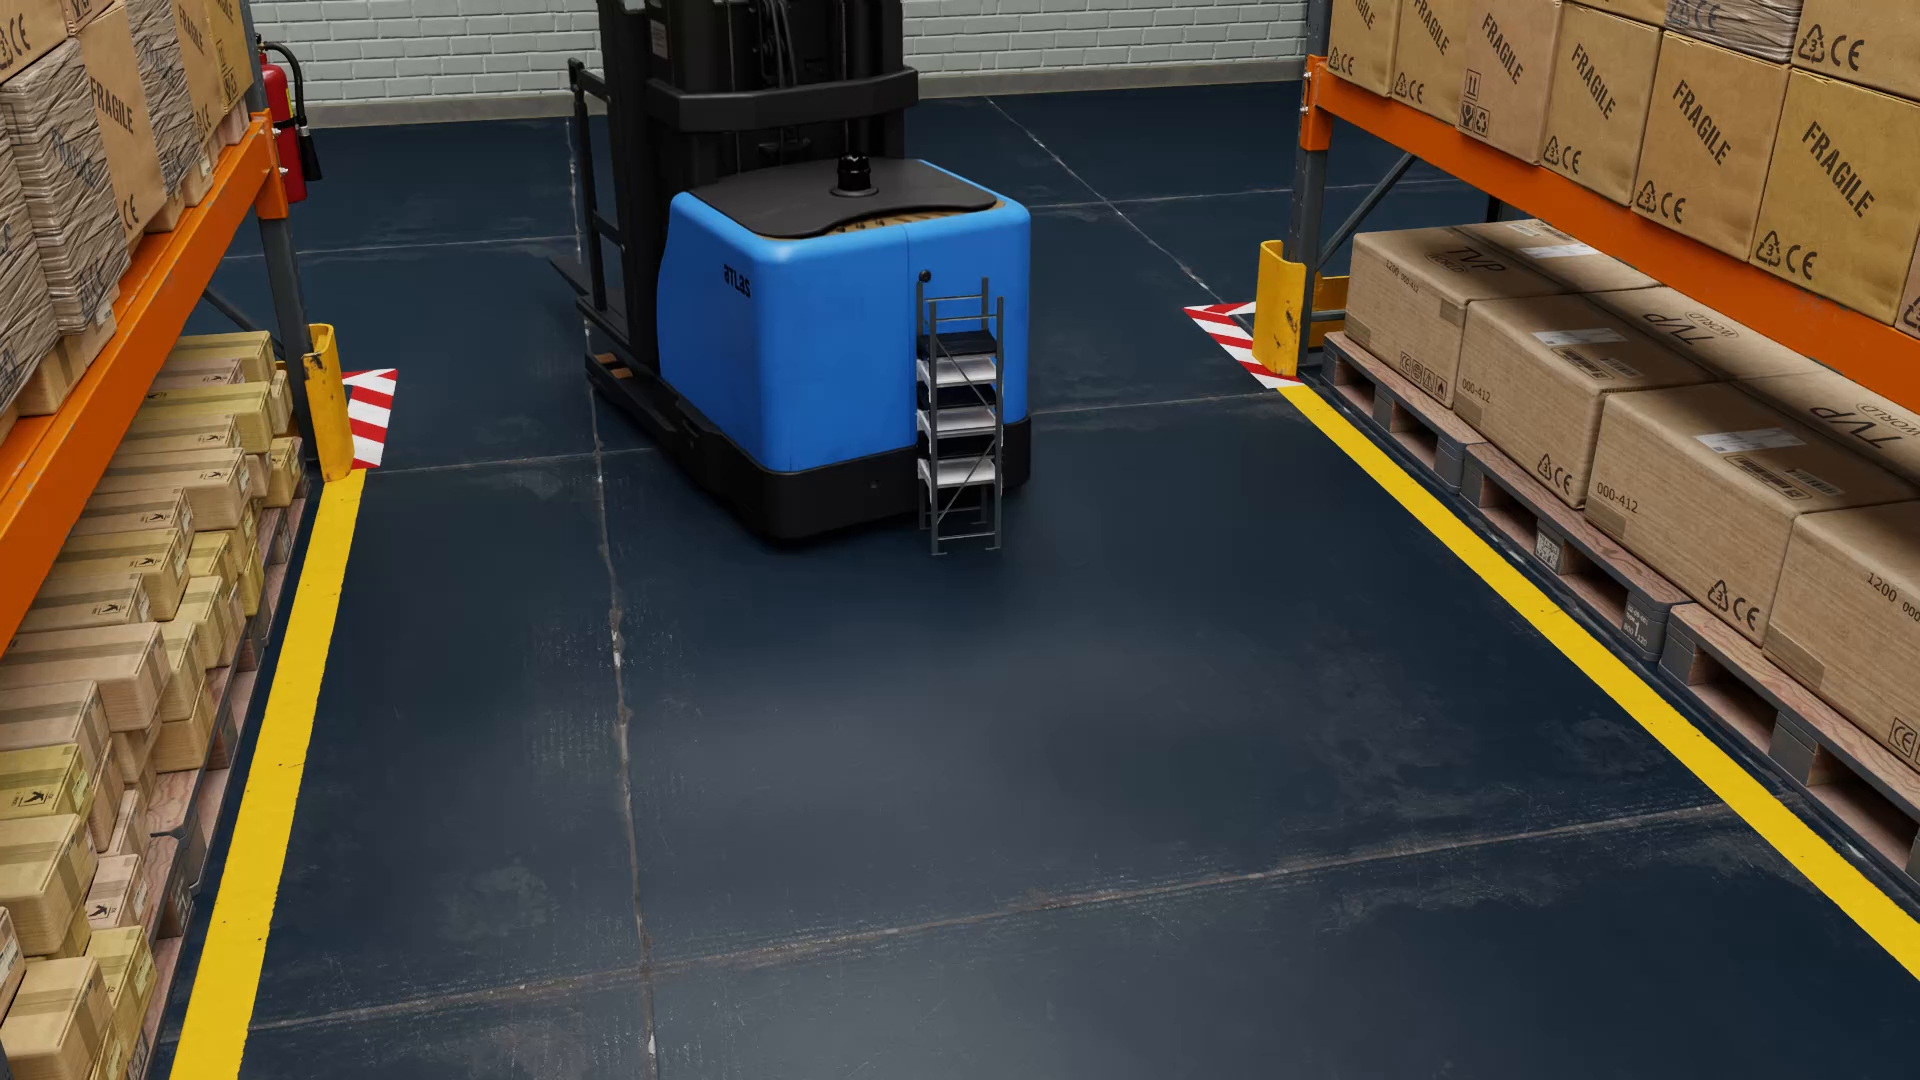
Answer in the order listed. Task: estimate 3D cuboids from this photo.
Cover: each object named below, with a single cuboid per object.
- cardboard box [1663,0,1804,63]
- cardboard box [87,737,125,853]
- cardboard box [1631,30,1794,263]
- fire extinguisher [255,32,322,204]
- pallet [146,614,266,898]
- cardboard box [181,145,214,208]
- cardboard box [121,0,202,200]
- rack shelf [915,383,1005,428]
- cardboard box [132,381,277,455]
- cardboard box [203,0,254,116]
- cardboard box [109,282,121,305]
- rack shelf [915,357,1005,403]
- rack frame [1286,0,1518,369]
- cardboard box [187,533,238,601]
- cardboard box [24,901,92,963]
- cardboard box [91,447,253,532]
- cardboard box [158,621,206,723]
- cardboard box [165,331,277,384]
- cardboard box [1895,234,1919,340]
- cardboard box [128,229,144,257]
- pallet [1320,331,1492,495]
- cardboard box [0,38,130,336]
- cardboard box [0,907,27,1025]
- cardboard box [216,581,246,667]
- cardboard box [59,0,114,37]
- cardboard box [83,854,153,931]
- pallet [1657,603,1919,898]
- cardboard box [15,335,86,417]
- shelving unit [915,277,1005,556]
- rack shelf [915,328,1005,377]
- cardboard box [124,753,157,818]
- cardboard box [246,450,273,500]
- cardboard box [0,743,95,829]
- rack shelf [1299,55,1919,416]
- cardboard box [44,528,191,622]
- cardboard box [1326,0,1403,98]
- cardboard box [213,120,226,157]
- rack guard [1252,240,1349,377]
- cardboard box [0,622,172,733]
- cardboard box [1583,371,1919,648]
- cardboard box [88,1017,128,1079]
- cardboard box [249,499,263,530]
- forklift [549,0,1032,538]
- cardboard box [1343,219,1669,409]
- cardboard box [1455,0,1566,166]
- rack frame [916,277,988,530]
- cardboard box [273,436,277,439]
[{"bbox_3d":[2.192,-1.518,4.208,0.500,0.500,0.500,-6,27,-11],"label":"cardboard box"},{"bbox_3d":[-2.065,0.582,3.635,0.380,0.149,0.250,-7,28,-14],"label":"cardboard box"},{"bbox_3d":[2.195,-1.068,4.427,0.500,0.500,0.500,-6,27,-12],"label":"cardboard box"},{"bbox_3d":[-2.511,-1.567,6.025,0.296,0.674,0.183,-6,27,-12],"label":"fire extinguisher"},{"bbox_3d":[-2.467,0.562,4.402,1.003,0.211,1.213,-6,27,-12],"label":"pallet"},{"bbox_3d":[-2.384,-1.053,4.786,0.380,0.149,0.250,-5,27,-10],"label":"cardboard box"},{"bbox_3d":[-2.318,-1.169,4.295,0.500,0.500,0.500,-6,27,-11],"label":"cardboard box"},{"bbox_3d":[-0.002,-0.456,5.529,0.258,0.077,0.200,-6,27,-12],"label":"rack shelf"},{"bbox_3d":[-2.355,-0.367,5.186,0.380,0.149,0.250,-7,28,-13],"label":"cardboard box"},{"bbox_3d":[-2.552,-1.617,5.183,0.500,0.500,0.500,-5,27,-11],"label":"cardboard box"},{"bbox_3d":[-2.198,-0.586,3.861,0.380,0.149,0.250,-5,27,-10],"label":"cardboard box"},{"bbox_3d":[-0.002,-0.536,5.488,0.258,0.077,0.200,-6,27,-12],"label":"rack shelf"},{"bbox_3d":[1.896,-2.158,6.696,1.000,3.000,0.127,-6,27,-12],"label":"rack frame"},{"bbox_3d":[-2.219,0.113,4.565,0.380,0.149,0.250,-5,27,-9],"label":"cardboard box"},{"bbox_3d":[-1.917,0.804,3.195,0.380,0.149,0.250,-6,27,-11],"label":"cardboard box"},{"bbox_3d":[-2.244,-0.135,4.726,0.380,0.149,0.250,-5,27,-10],"label":"cardboard box"},{"bbox_3d":[-2.099,0.342,4.112,0.380,0.149,0.250,-6,27,-12],"label":"cardboard box"},{"bbox_3d":[-2.538,-0.584,5.616,0.380,0.149,0.250,-6,27,-11],"label":"cardboard box"},{"bbox_3d":[2.444,-0.624,3.546,0.500,0.500,0.500,-6,27,-11],"label":"cardboard box"},{"bbox_3d":[-2.351,-0.810,4.304,0.380,0.149,0.250,-7,28,-14],"label":"cardboard box"},{"bbox_3d":[2.152,-0.570,6.644,1.003,0.211,1.213,-6,27,-12],"label":"pallet"},{"bbox_3d":[-2.066,-0.716,3.399,0.500,0.500,0.500,-7,28,-13],"label":"cardboard box"},{"bbox_3d":[-1.879,0.793,2.888,0.380,0.149,0.250,-5,27,-9],"label":"cardboard box"},{"bbox_3d":[-2.221,0.247,4.630,0.380,0.149,0.250,-5,27,-11],"label":"cardboard box"},{"bbox_3d":[-2.196,-1.377,3.599,0.500,0.500,0.500,-7,28,-13],"label":"cardboard box"},{"bbox_3d":[-1.938,0.817,3.499,0.380,0.149,0.250,-6,27,-12],"label":"cardboard box"},{"bbox_3d":[2.702,0.501,4.522,1.003,0.211,1.213,-6,27,-12],"label":"pallet"},{"bbox_3d":[-2.038,-0.355,3.403,0.380,0.149,0.250,-5,27,-11],"label":"cardboard box"},{"bbox_3d":[-0.002,-0.405,5.554,0.258,0.900,0.210,-6,27,-12],"label":"shelving unit"},{"bbox_3d":[-0.002,-0.617,5.448,0.258,0.077,0.200,-6,27,-12],"label":"rack shelf"},{"bbox_3d":[-2.139,0.597,3.937,0.380,0.149,0.250,-7,28,-14],"label":"cardboard box"},{"bbox_3d":[-2.388,-0.228,5.240,0.380,0.149,0.250,-7,28,-14],"label":"cardboard box"},{"bbox_3d":[-1.988,0.560,3.350,0.380,0.149,0.250,-6,27,-12],"label":"cardboard box"},{"bbox_3d":[2.346,-0.958,5.118,1.077,0.370,4.000,-6,27,-12],"label":"rack shelf"},{"bbox_3d":[-2.206,0.104,4.252,0.380,0.149,0.250,-6,27,-11],"label":"cardboard box"},{"bbox_3d":[1.724,-1.962,6.198,0.500,0.500,0.500,-6,27,-12],"label":"cardboard box"},{"bbox_3d":[-2.536,-1.271,5.218,0.380,0.149,0.250,-6,27,-12],"label":"cardboard box"},{"bbox_3d":[1.890,-1.052,7.280,1.175,0.500,0.348,-6,27,-12],"label":"rack guard"},{"bbox_3d":[-2.047,0.328,3.810,0.380,0.149,0.250,-5,27,-10],"label":"cardboard box"},{"bbox_3d":[2.558,-0.125,5.046,0.875,0.438,0.875,-7,28,-13],"label":"cardboard box"},{"bbox_3d":[-1.772,1.038,3.062,0.380,0.149,0.250,-7,28,-14],"label":"cardboard box"},{"bbox_3d":[-2.450,-0.088,5.294,0.380,0.149,0.250,-6,27,-12],"label":"cardboard box"},{"bbox_3d":[-0.912,-1.941,6.342,1.130,2.935,3.031,-14,30,-26],"label":"forklift"},{"bbox_3d":[2.142,-0.922,6.625,0.875,0.438,0.875,-7,28,-13],"label":"cardboard box"},{"bbox_3d":[1.962,-1.518,5.318,0.500,0.500,0.500,-6,27,-12],"label":"cardboard box"},{"bbox_3d":[-0.025,-0.450,5.643,0.240,0.900,0.006,-6,27,-12],"label":"rack frame"},{"bbox_3d":[-2.582,-0.315,5.744,0.380,0.149,0.250,-5,27,-11],"label":"cardboard box"}]
